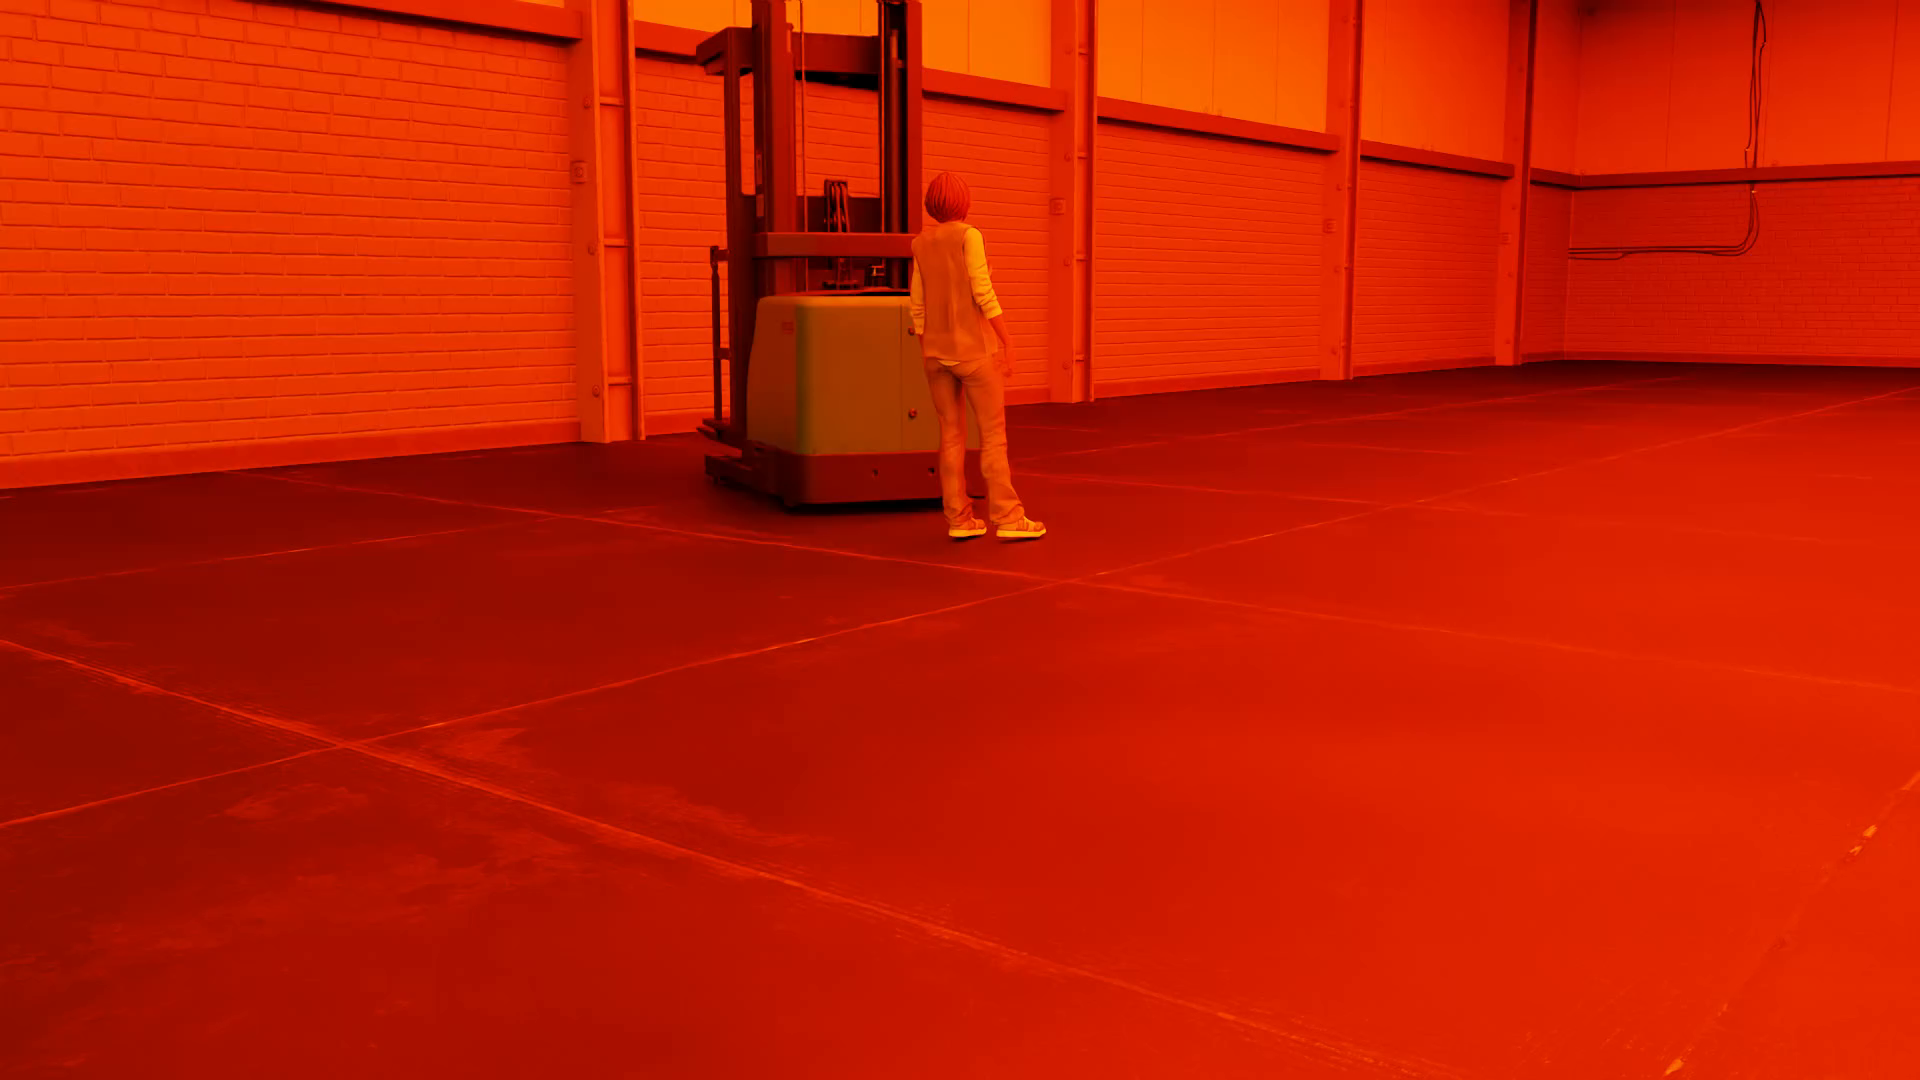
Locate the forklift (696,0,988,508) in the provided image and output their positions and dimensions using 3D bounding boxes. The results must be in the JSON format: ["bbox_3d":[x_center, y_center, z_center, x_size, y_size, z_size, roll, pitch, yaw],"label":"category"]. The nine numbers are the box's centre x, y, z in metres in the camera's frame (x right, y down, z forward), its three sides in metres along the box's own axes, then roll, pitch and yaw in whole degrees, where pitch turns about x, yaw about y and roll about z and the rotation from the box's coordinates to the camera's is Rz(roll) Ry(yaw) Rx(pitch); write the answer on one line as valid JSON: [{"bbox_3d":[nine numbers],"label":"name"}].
[{"bbox_3d":[-0.849,-1.782,9.462,1.130,2.935,3.031,-3,9,-22],"label":"forklift"}]

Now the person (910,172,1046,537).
[{"bbox_3d":[0.058,-0.805,7.336,0.519,1.598,0.474,7,11,38],"label":"person"}]
